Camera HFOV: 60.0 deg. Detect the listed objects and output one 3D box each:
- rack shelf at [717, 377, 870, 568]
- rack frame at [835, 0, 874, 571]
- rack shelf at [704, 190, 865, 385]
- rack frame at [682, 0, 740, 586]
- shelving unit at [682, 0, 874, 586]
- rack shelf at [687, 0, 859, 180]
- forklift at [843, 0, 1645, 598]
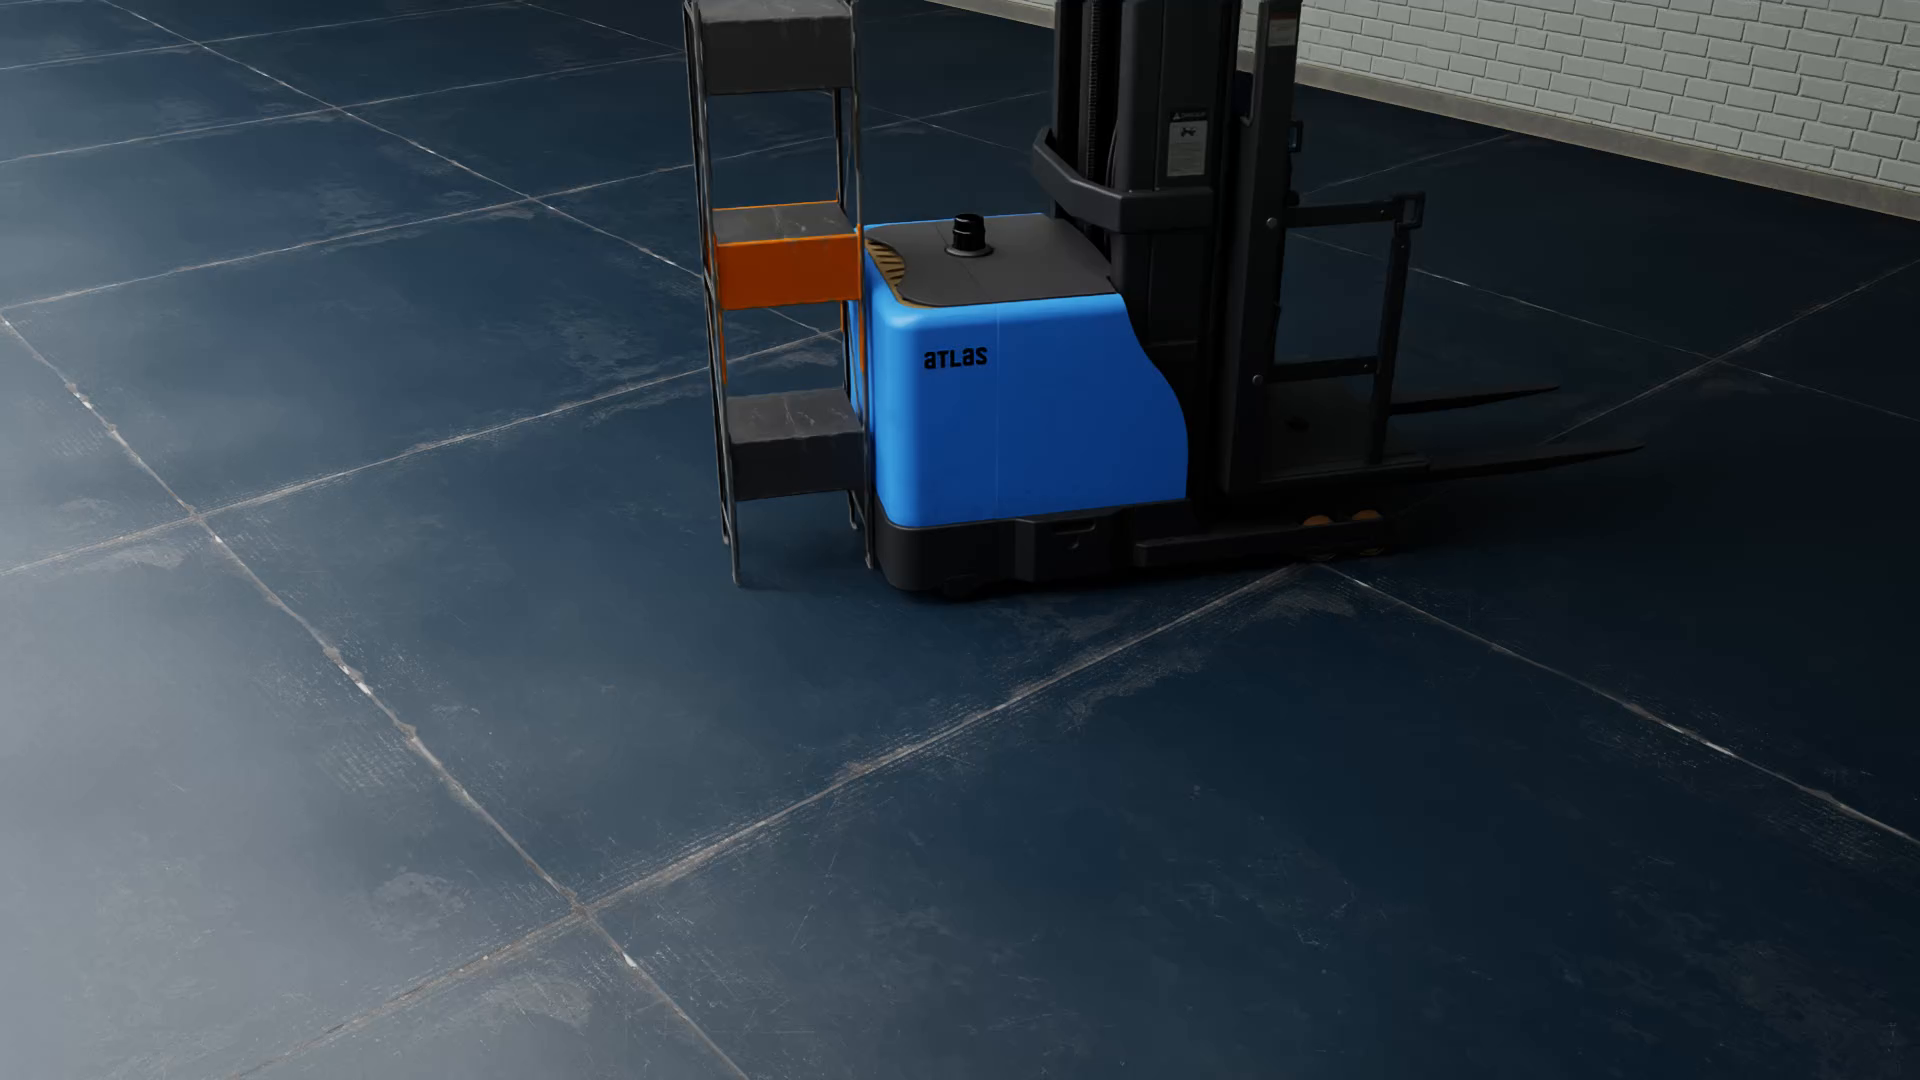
[{"bbox_3d":[-0.605,-0.250,6.005,0.480,0.518,0.431,-7,29,-12],"label":"rack shelf"},{"bbox_3d":[-0.368,-0.907,5.719,0.015,2.100,0.400,-7,29,-12],"label":"rack frame"},{"bbox_3d":[-0.605,-0.868,5.675,0.480,0.518,0.431,-7,29,-12],"label":"rack shelf"},{"bbox_3d":[-0.842,-0.852,5.617,0.015,2.100,0.400,-7,29,-12],"label":"rack frame"},{"bbox_3d":[-0.605,-0.880,5.668,0.503,2.100,0.431,-7,29,-12],"label":"shelving unit"},{"bbox_3d":[-0.605,-1.485,5.345,0.480,0.518,0.431,-7,29,-12],"label":"rack shelf"},{"bbox_3d":[1.117,-1.449,5.851,3.031,2.935,1.130,-6,29,-12],"label":"forklift"}]
